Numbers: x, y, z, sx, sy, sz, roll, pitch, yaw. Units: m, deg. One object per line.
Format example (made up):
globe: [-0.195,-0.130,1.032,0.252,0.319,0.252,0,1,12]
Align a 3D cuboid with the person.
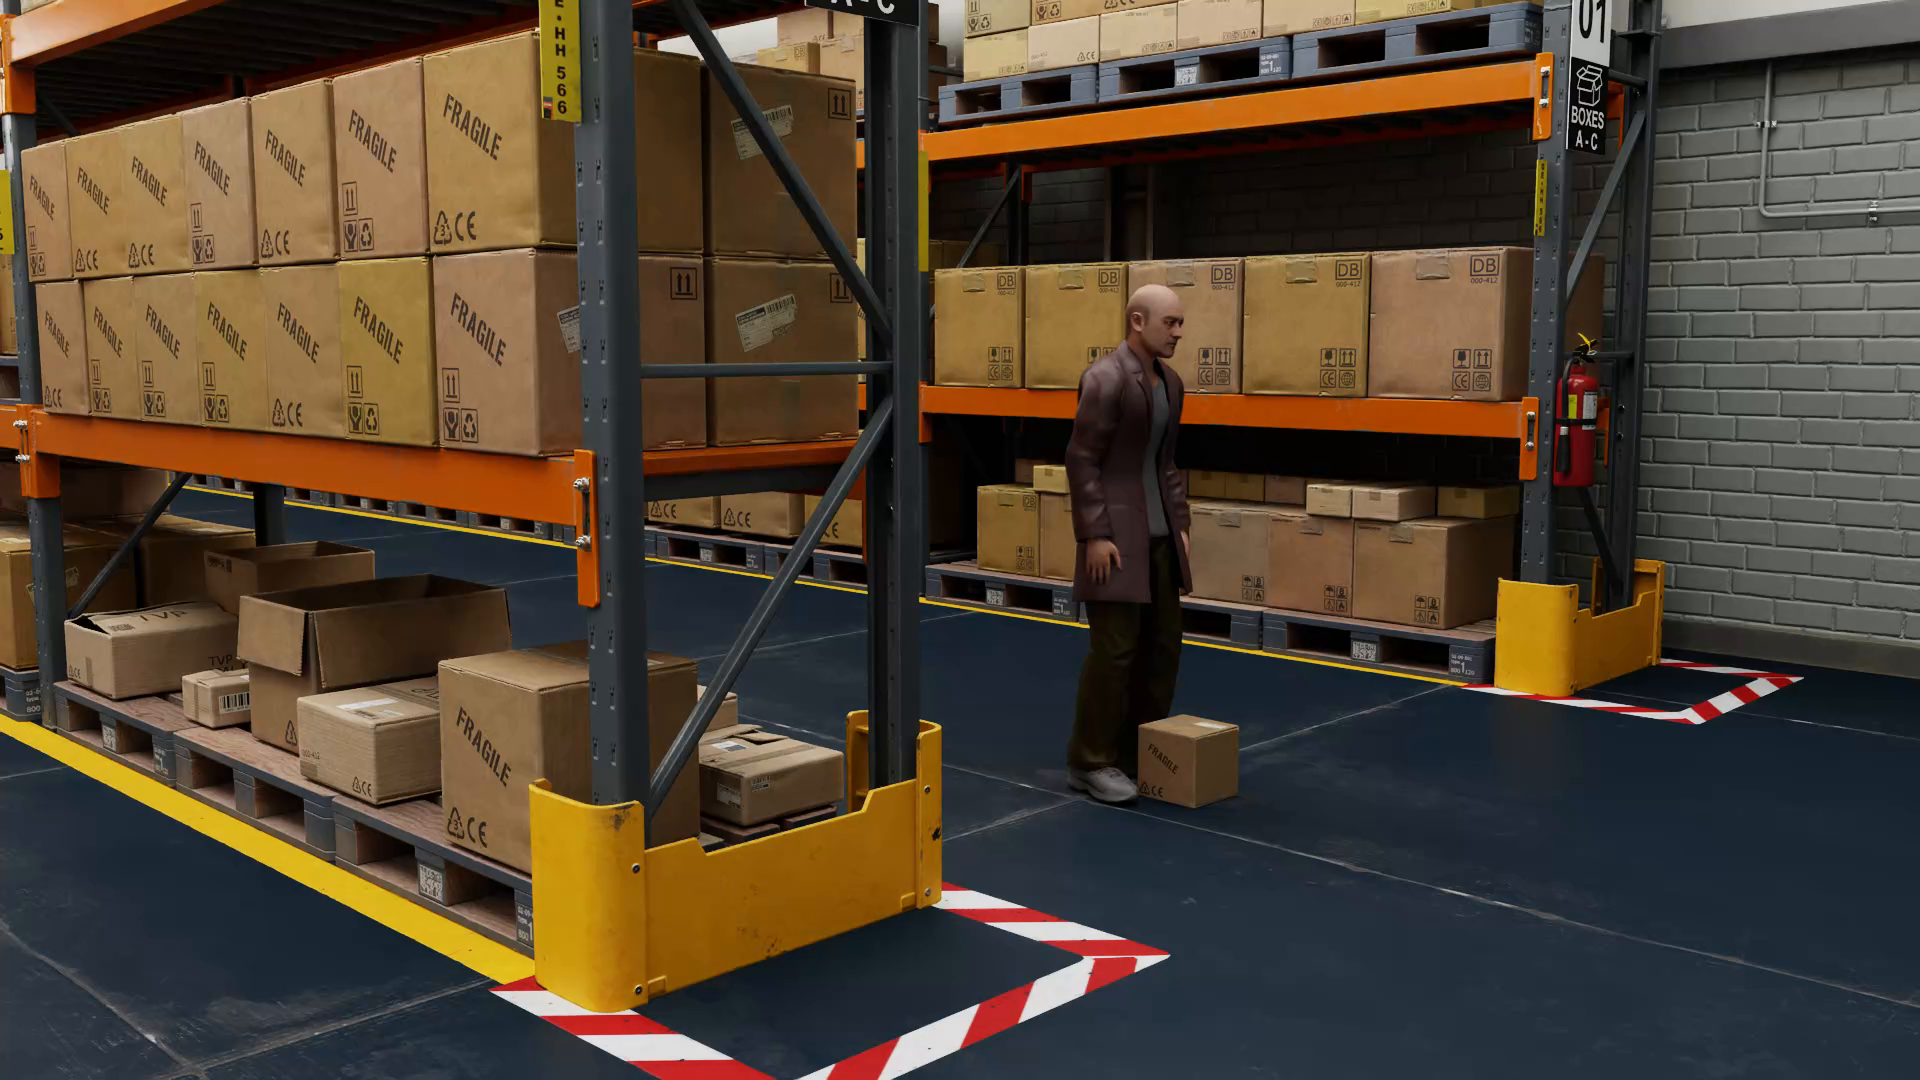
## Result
person: [0.620,-0.008,5.882,0.429,1.772,0.648,6,9,40]
